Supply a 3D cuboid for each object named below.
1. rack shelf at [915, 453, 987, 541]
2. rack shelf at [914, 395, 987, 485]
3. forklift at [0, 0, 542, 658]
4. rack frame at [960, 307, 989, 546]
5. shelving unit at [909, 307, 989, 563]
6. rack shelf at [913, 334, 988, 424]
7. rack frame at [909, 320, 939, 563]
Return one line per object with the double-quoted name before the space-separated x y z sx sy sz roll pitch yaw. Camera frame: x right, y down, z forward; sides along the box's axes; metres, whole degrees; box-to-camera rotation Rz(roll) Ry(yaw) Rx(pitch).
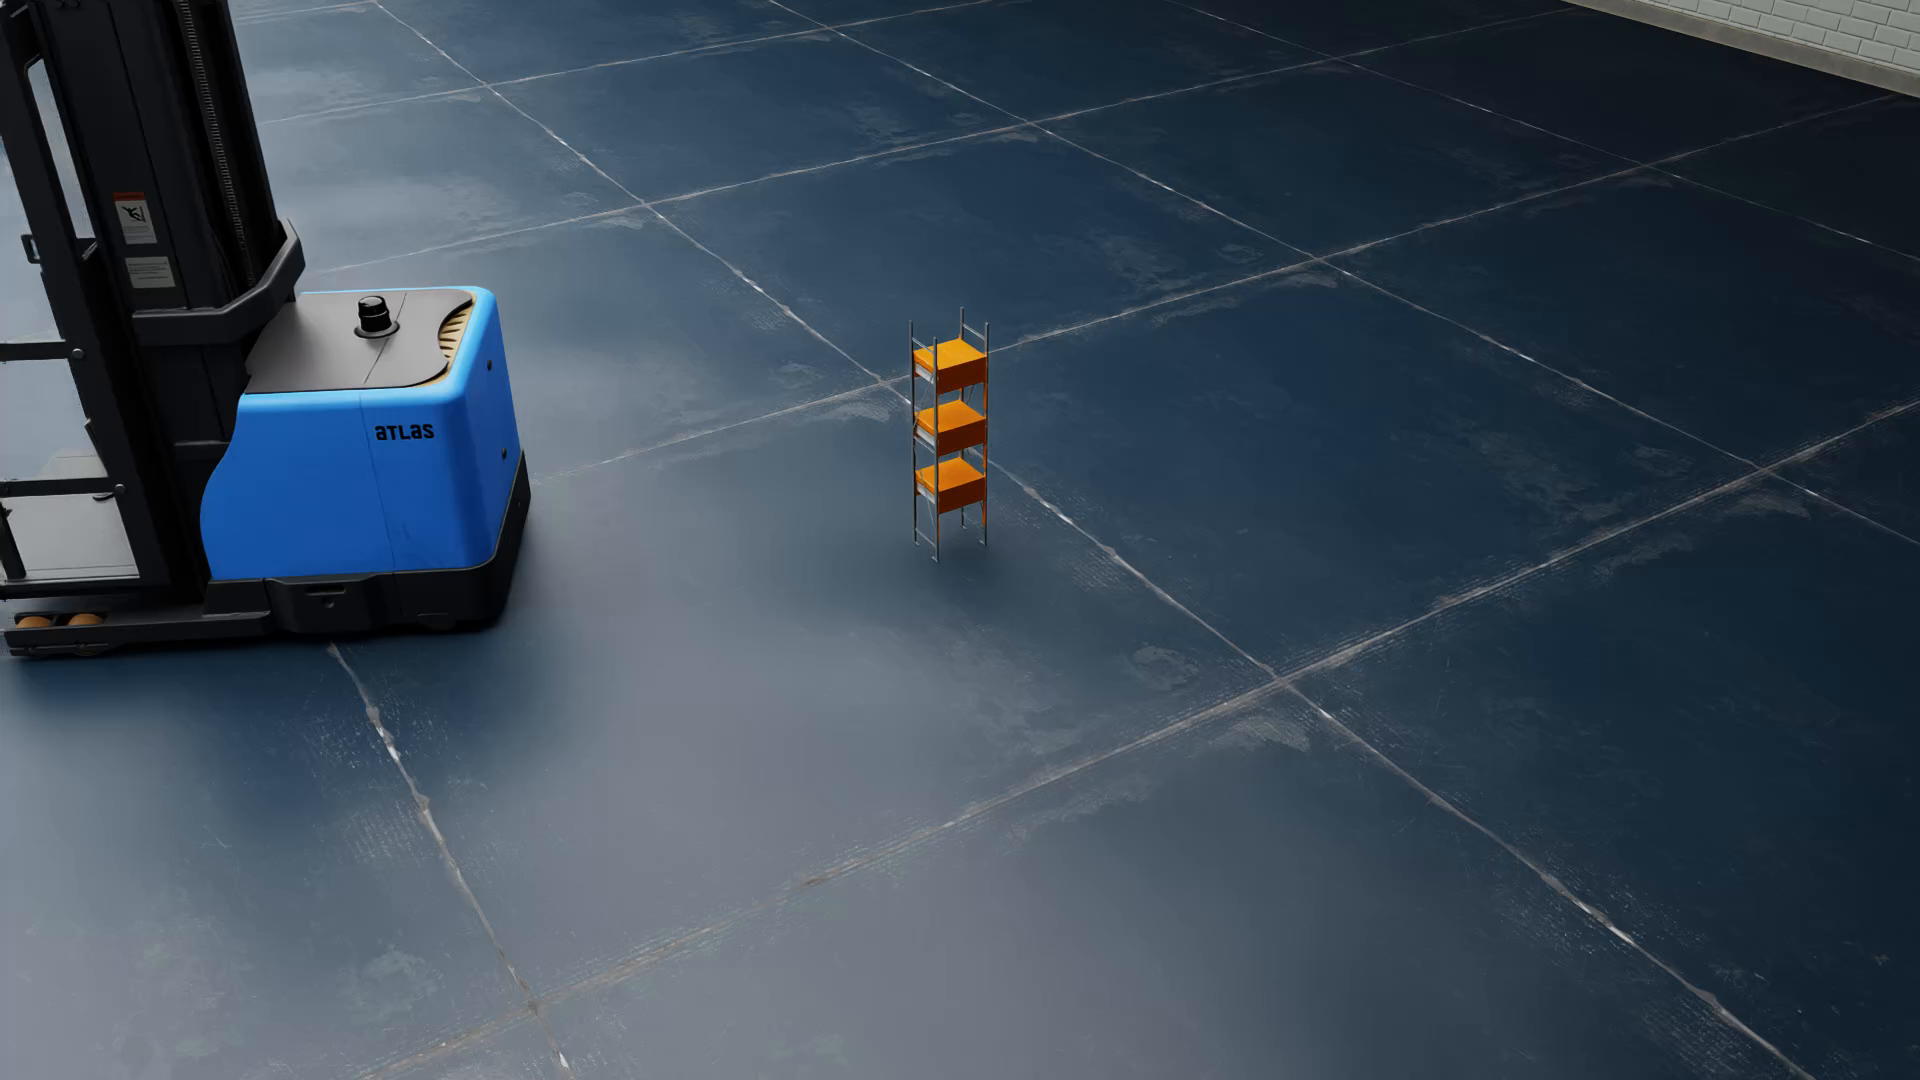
"rack shelf" -0.045 -0.185 7.099 0.240 0.259 0.215 -19 37 -27
"rack shelf" -0.045 -0.420 6.951 0.240 0.259 0.215 -19 37 -27
"forklift" -3.332 -1.072 6.202 3.031 2.935 1.130 -3 32 -5
"rack frame" 0.058 -0.464 7.001 0.008 1.050 0.200 -19 37 -27
"shelving unit" -0.045 -0.429 6.945 0.252 1.050 0.215 -19 37 -27
"rack shelf" -0.045 -0.660 6.800 0.240 0.259 0.215 -19 37 -27
"rack frame" -0.148 -0.393 6.889 0.008 1.050 0.200 -19 37 -27
